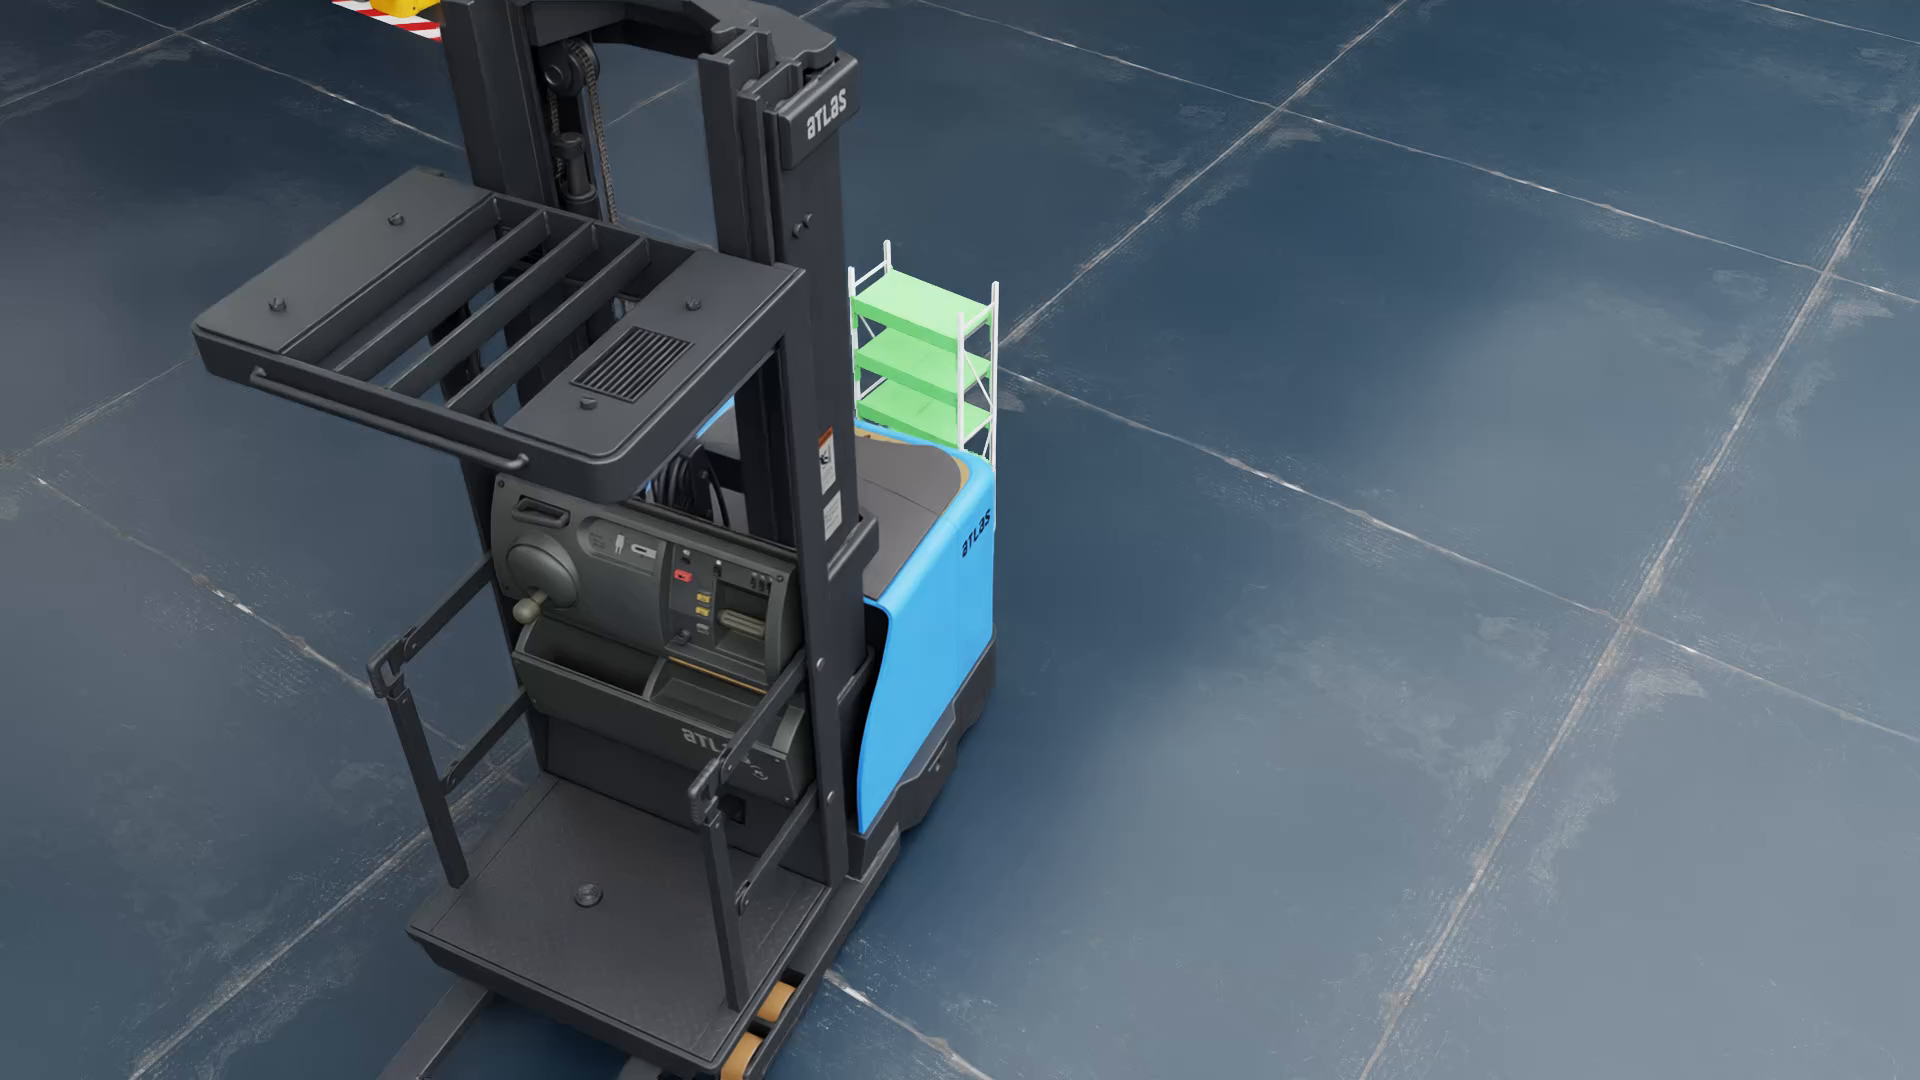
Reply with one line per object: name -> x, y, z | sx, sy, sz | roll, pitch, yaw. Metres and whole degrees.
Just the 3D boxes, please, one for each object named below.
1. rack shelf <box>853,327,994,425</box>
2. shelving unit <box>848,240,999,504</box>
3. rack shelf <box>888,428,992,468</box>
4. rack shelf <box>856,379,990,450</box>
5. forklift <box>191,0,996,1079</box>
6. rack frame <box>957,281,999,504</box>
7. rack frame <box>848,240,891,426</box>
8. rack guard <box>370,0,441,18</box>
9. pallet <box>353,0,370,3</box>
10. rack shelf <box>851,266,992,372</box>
rack shelf -> -0.136, -0.642, 6.303 | 0.480, 0.148, 0.258 | 25, 48, 25
shelving unit -> -0.136, -0.511, 6.421 | 0.503, 1.200, 0.258 | 25, 48, 25
rack shelf -> -0.136, -0.284, 6.623 | 0.480, 0.148, 0.258 | 25, 48, 25
rack shelf -> -0.136, -0.463, 6.463 | 0.480, 0.148, 0.258 | 25, 48, 25
forklift -> -0.961, 0.194, 4.335 | 1.130, 2.935, 3.031 | 18, 45, 19
rack frame -> 0.064, -0.417, 6.316 | 0.015, 1.200, 0.240 | 25, 48, 25
rack frame -> -0.335, -0.604, 6.525 | 0.015, 1.200, 0.240 | 25, 48, 25
rack guard -> -3.279, -3.818, 10.642 | 0.348, 0.500, 1.175 | 25, 48, 25
pallet -> -3.999, -3.983, 11.043 | 1.213, 0.211, 1.003 | 25, 48, 25
rack shelf -> -0.136, -0.821, 6.143 | 0.480, 0.148, 0.258 | 25, 48, 25
